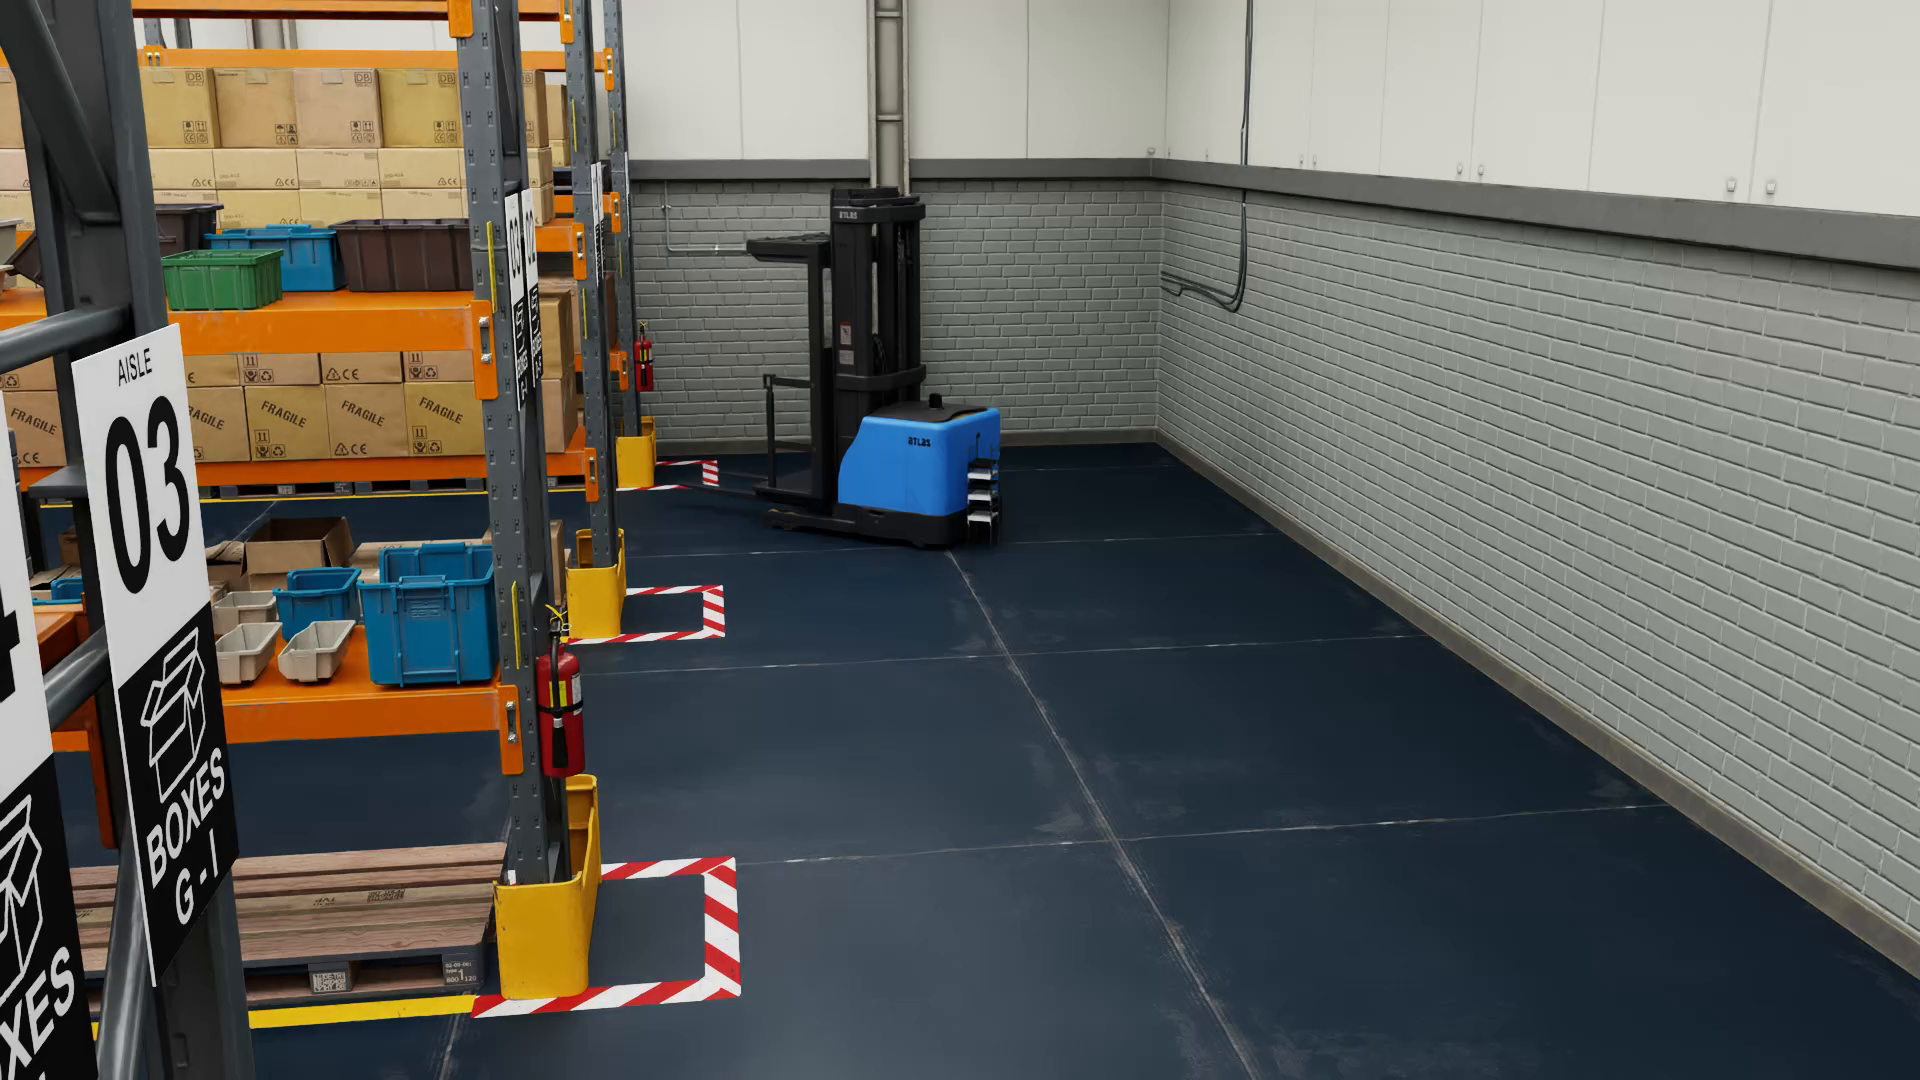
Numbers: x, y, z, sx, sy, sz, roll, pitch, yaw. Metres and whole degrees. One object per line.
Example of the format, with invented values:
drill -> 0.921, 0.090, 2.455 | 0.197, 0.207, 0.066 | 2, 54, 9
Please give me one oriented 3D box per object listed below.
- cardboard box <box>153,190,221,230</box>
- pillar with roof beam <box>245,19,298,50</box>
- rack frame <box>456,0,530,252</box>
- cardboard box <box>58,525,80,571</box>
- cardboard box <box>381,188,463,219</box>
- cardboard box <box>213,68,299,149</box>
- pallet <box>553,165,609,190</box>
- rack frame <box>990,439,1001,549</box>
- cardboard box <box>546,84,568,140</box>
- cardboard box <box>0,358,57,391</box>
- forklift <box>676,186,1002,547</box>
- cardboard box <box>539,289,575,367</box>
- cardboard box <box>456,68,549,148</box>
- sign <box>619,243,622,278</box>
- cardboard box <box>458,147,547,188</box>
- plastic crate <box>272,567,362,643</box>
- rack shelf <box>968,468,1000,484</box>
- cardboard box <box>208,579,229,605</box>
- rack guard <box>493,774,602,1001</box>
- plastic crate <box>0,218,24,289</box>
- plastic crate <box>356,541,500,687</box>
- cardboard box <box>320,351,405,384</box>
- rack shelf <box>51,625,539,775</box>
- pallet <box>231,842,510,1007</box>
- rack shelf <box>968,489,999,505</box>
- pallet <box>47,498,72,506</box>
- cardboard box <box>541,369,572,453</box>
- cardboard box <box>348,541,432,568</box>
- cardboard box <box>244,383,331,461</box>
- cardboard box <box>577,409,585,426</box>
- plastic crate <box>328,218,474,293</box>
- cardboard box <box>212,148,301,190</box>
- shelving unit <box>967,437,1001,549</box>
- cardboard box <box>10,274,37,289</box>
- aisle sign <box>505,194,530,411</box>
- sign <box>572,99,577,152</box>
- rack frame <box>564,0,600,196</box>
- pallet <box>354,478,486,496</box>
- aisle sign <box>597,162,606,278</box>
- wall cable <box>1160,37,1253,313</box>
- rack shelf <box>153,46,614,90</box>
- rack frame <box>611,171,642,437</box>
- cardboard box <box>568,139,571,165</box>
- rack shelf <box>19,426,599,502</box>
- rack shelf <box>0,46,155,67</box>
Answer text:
cardboard box -> -4.989, -2.145, 10.752 | 0.500, 0.250, 0.500 | -2, 14, -8
pillar with roof beam -> -6.033, -4.069, 11.949 | 0.400, 9.000, 9.100 | -2, 14, -8
rack frame -> -1.807, -2.633, 6.223 | 0.127, 3.000, 1.000 | -2, 14, -8
cardboard box -> -5.975, 0.140, 11.731 | 0.500, 0.500, 0.500 | -2, 14, -8
cardboard box -> -3.506, -2.200, 10.969 | 0.500, 0.250, 0.500 | -2, 14, -8
cardboard box -> -4.540, -2.844, 10.967 | 0.500, 0.500, 0.700 | -2, 14, -8
pallet -> -4.015, -3.489, 15.983 | 1.213, 0.211, 1.003 | -2, 14, -8
rack frame -> 0.297, -0.385, 13.906 | 0.006, 0.900, 0.240 | 5, 15, 19
cardboard box -> -3.966, -4.012, 15.586 | 0.500, 0.500, 0.500 | -2, 14, -8
cardboard box -> -5.988, -1.253, 10.791 | 0.500, 0.500, 0.500 | -2, 14, -7
forklift -> -1.162, -1.605, 14.595 | 3.031, 2.935, 1.130 | 8, 16, 30
cardboard box -> -3.019, -1.496, 11.759 | 0.500, 0.500, 0.500 | -2, 14, -7
cardboard box -> -3.047, -2.881, 11.116 | 0.500, 0.500, 0.700 | -2, 14, -8
sign -> -3.216, -2.652, 15.763 | 0.005, 0.325, 0.100 | -2, 14, -8
cardboard box -> -3.011, -2.460, 10.978 | 0.500, 0.250, 0.500 | -2, 14, -8
plastic crate -> -2.751, 0.282, 7.151 | 0.300, 0.233, 0.416 | -2, 14, -8
rack shelf -> 0.201, -0.535, 13.903 | 0.200, 0.077, 0.258 | 5, 15, 19
cardboard box -> -5.195, 0.394, 11.405 | 0.250, 0.166, 0.380 | -2, 14, -8
rack guard -> -1.785, 1.485, 7.273 | 0.348, 0.500, 1.175 | -2, 14, -8
plastic crate -> -4.044, -1.115, 6.578 | 0.530, 0.282, 0.437 | -2, 14, -8
plastic crate -> -2.110, 0.287, 6.713 | 0.499, 0.435, 0.616 | -2, 14, -8
cardboard box -> -3.952, -1.328, 11.089 | 0.500, 0.500, 0.500 | -2, 14, -7
rack shelf -> -3.784, 0.698, 6.751 | 4.000, 0.370, 1.077 | -2, 14, -8
pallet -> -2.628, 1.650, 7.210 | 1.213, 0.211, 1.003 | -2, 14, -8
rack shelf -> 0.201, -0.361, 13.946 | 0.200, 0.077, 0.258 | 5, 15, 19
pallet -> -7.990, -0.563, 16.032 | 1.213, 0.211, 1.003 | -2, 14, -8
cardboard box -> -2.943, -0.882, 11.366 | 0.500, 0.500, 0.500 | -2, 14, -7
cardboard box -> -4.110, 0.193, 12.034 | 0.500, 0.250, 0.500 | -2, 14, -8
cardboard box -> -4.448, -0.827, 11.148 | 0.500, 0.500, 0.500 | -2, 14, -9
cardboard box -> -3.960, -1.048, 16.511 | 0.500, 0.500, 0.700 | -2, 14, -8
plastic crate -> -2.229, -1.168, 6.815 | 0.590, 0.269, 0.497 | -2, 14, -8
cardboard box -> -4.494, -2.405, 10.758 | 0.500, 0.250, 0.500 | -2, 14, -8
shelving unit -> 0.201, -0.393, 13.938 | 0.210, 0.900, 0.258 | 5, 15, 19
cardboard box -> -8.673, -2.415, 15.284 | 0.500, 0.250, 0.500 | -2, 14, -7
aisle sign -> -1.692, -0.917, 6.366 | 0.004, 0.787, 0.394 | -2, 14, -8
sign -> -2.478, -2.665, 10.696 | 0.005, 0.325, 0.100 | -2, 14, -8
rack frame -> -2.541, -3.825, 10.974 | 0.127, 3.000, 1.000 | -2, 14, -8
pallet -> -5.265, -0.663, 16.430 | 1.213, 0.211, 1.003 | -2, 14, -8
aisle sign -> -2.517, -2.249, 11.679 | 0.004, 0.787, 0.394 | -2, 14, -8
wall cable -> 2.363, -3.629, 16.577 | 0.112, 2.526, 3.097 | -2, 14, -8
rack shelf -> -5.260, -4.401, 15.572 | 4.000, 0.370, 1.077 | -2, 14, -8
rack frame -> -3.283, -2.106, 16.455 | 0.127, 3.000, 1.000 | -2, 14, -8
cardboard box -> -4.041, -3.773, 16.175 | 0.500, 0.250, 0.500 | -1, 14, -5
rack shelf -> -4.519, -0.494, 11.503 | 4.000, 0.370, 1.077 | -2, 14, -8
rack shelf -> -9.216, -4.256, 14.994 | 4.000, 0.370, 1.077 | -2, 14, -8
